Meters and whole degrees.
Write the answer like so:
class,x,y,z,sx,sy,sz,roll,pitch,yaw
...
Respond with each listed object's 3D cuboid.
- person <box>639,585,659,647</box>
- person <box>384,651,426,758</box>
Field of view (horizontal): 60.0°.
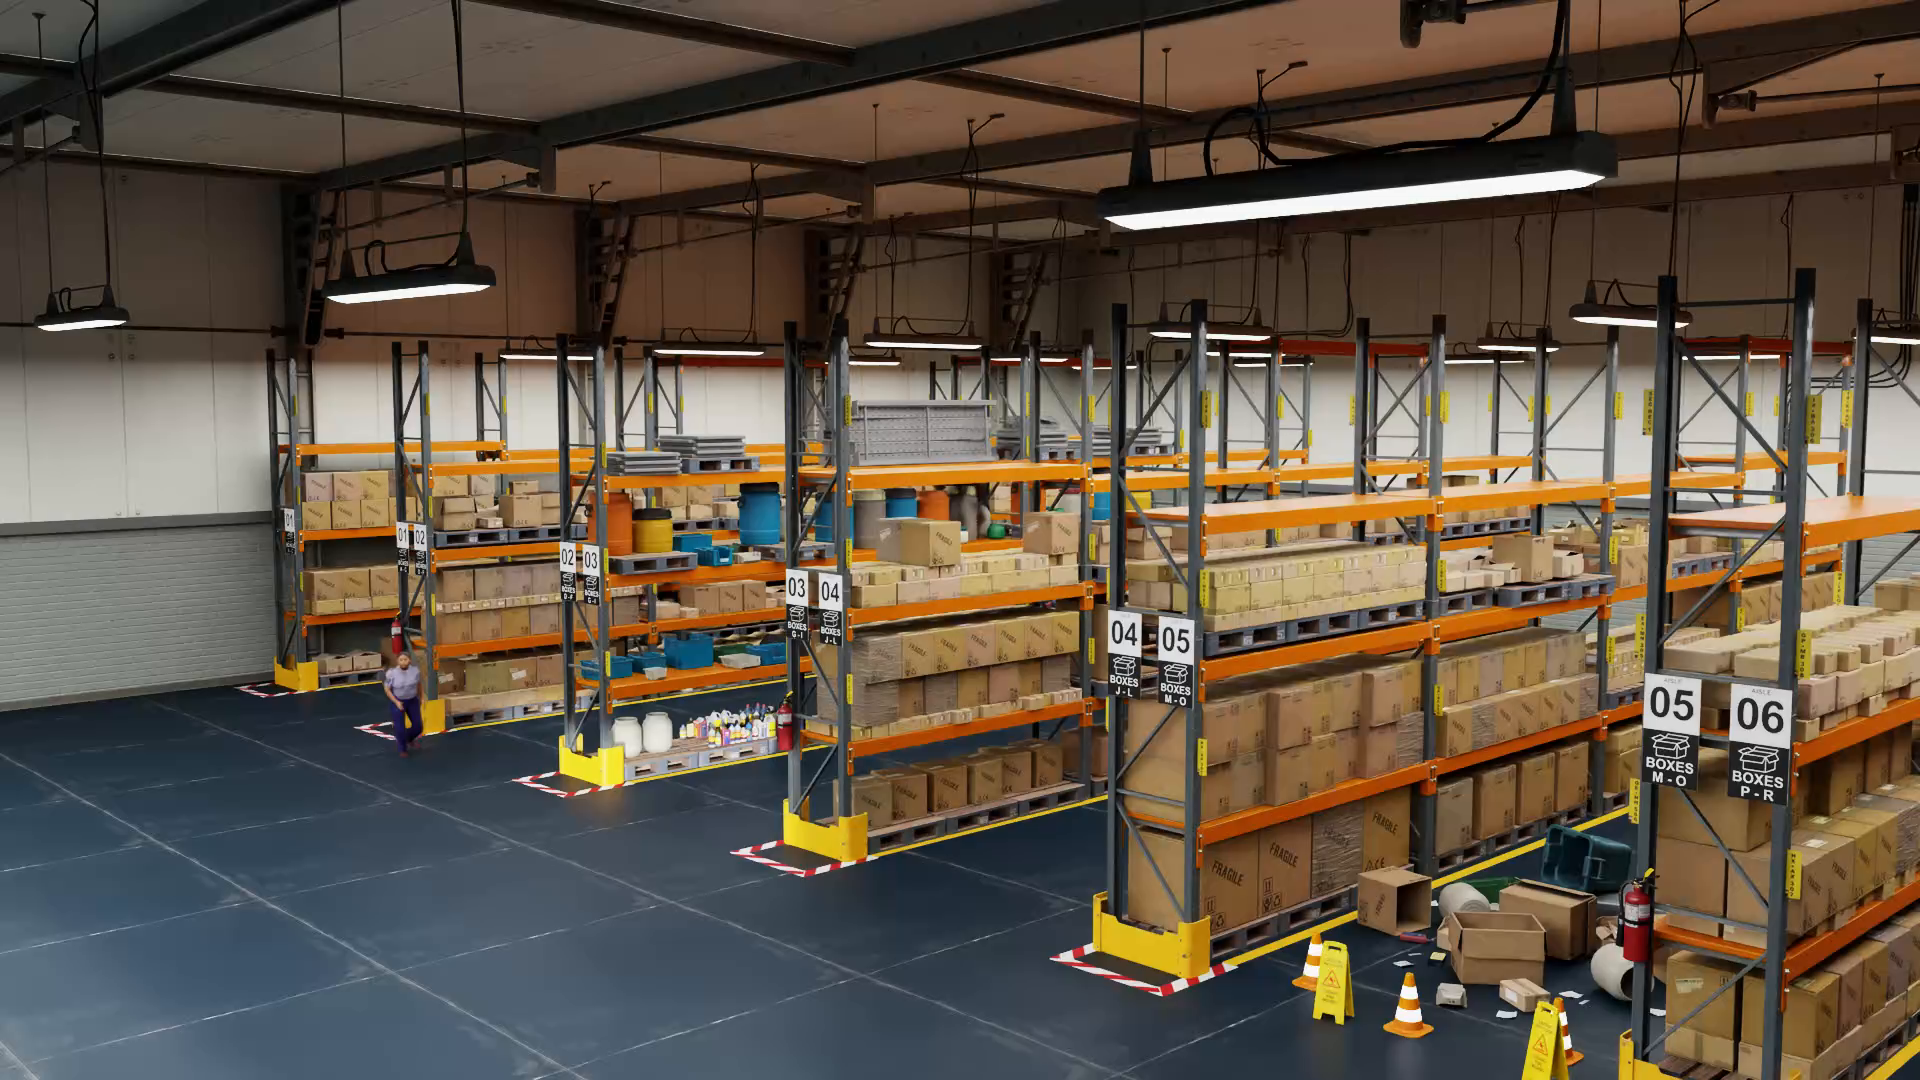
class,x,y,z,sx,sy,sz,roll,pitch,yaw
person,-5.997,1.633,31.851,0.532,1.549,0.523,4,7,40
person,-7.936,2.340,23.737,0.587,1.551,0.722,-3,6,-32
